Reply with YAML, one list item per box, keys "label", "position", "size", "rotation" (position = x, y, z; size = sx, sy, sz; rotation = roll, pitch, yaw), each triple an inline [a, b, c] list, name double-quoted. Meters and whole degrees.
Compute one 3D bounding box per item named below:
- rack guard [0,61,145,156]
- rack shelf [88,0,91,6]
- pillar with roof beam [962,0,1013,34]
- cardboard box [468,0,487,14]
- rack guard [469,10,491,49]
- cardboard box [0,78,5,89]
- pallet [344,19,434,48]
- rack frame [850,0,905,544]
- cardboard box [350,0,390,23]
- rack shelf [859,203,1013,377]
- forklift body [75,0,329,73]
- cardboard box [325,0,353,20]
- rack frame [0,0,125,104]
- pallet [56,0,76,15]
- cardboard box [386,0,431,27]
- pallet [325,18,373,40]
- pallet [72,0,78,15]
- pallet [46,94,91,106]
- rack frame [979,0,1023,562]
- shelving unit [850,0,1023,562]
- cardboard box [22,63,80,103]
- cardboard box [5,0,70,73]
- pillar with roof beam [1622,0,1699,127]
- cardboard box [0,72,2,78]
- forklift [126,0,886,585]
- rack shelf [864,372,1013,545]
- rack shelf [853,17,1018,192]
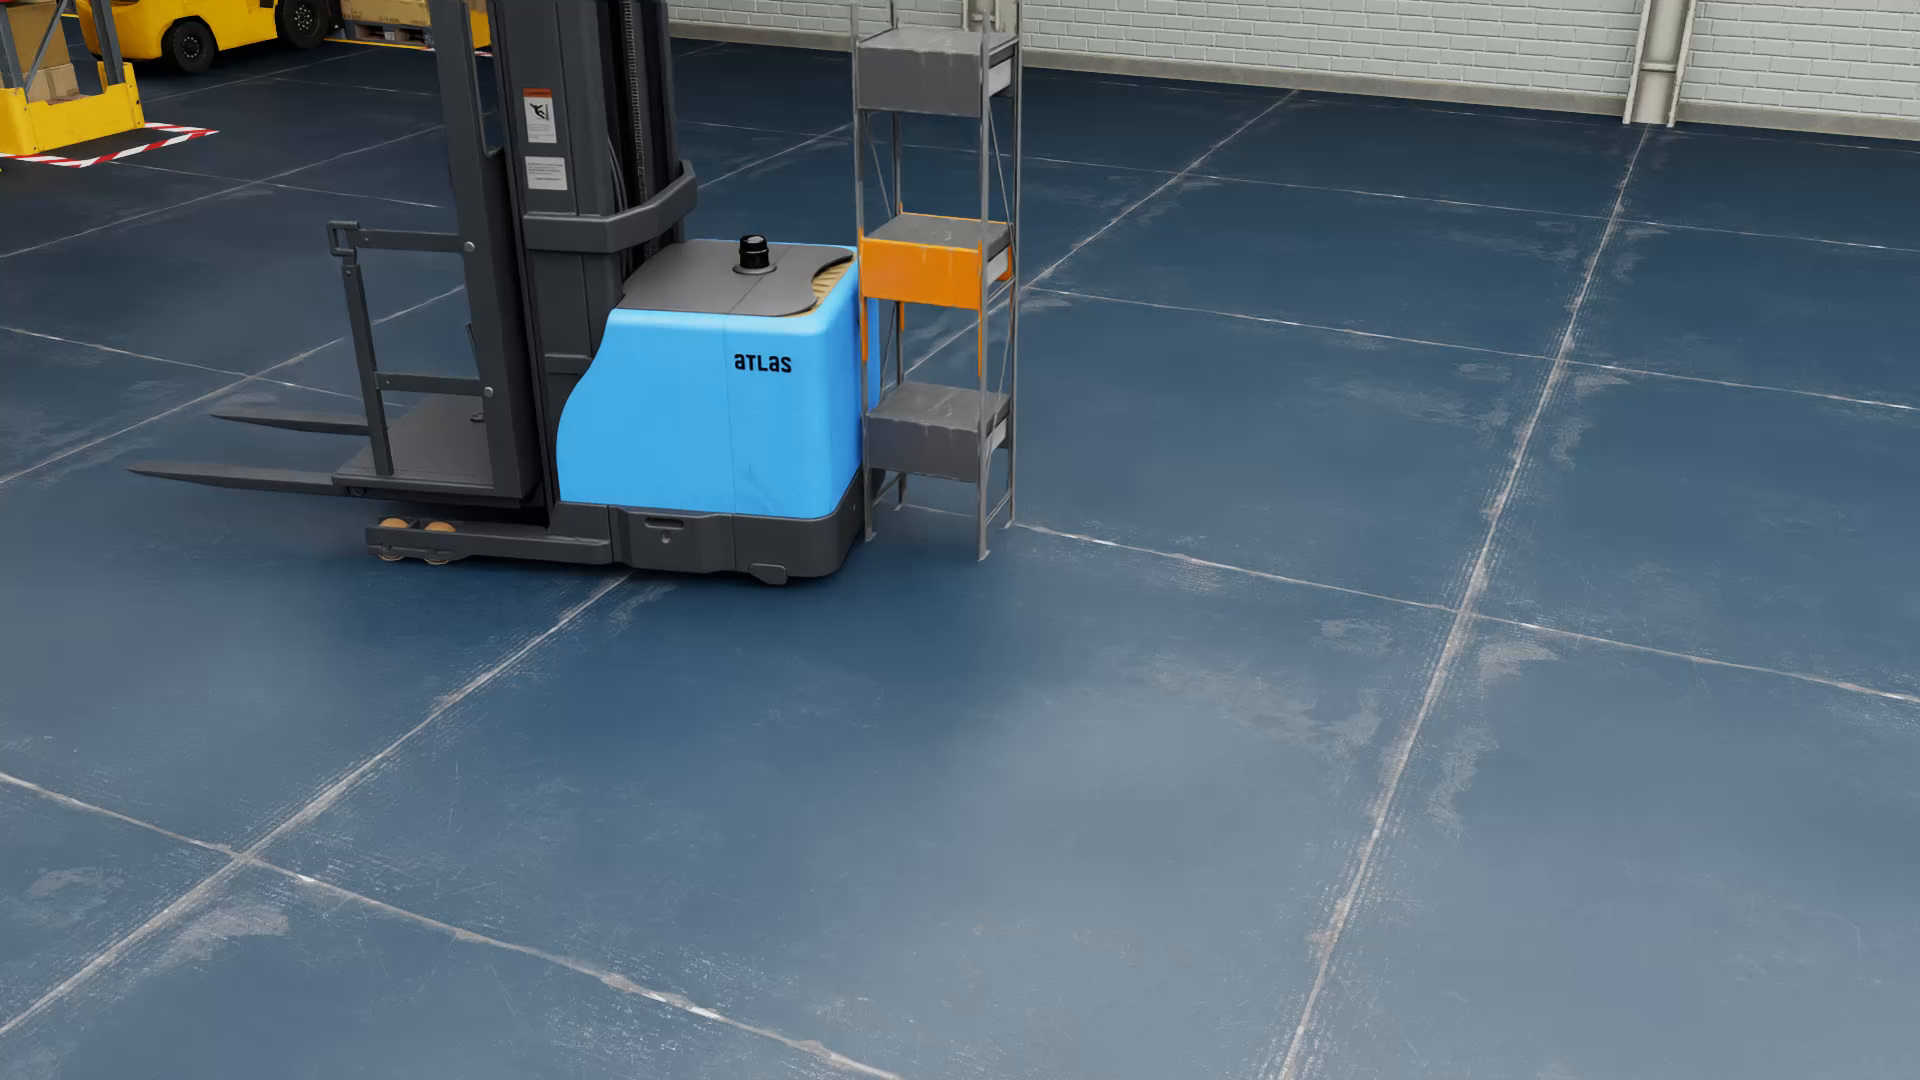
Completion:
- label: "rack guard"
  position: [-7.060, -3.422, 13.135]
  size: [0.348, 0.500, 1.175]
  rotation: [11, 28, 22]
- label: "rack shelf"
  position: [-8.811, -4.573, 13.456]
  size: [4.000, 0.370, 1.077]
  rotation: [11, 28, 22]
- label: "pillar with roof beam"
  position: [-1.520, -6.880, 10.535]
  size: [0.400, 9.000, 9.100]
  rotation: [11, 28, 22]
- label: "cardboard box"
  position: [-5.305, -5.650, 17.467]
  size: [0.500, 0.250, 0.500]
  rotation: [11, 28, 22]
- label: "rack guard"
  position: [-4.917, -5.401, 17.153]
  size: [0.348, 0.500, 1.175]
  rotation: [11, 28, 22]
- label: "cardboard box"
  position: [-7.860, -3.529, 13.159]
  size: [0.500, 0.250, 0.500]
  rotation: [11, 28, 22]
- label: "pallet"
  position: [-5.653, -5.398, 17.476]
  size: [1.213, 0.211, 1.003]
  rotation: [11, 28, 22]
- label: "rack frame"
  position: [-0.308, -1.012, 6.428]
  size: [0.015, 2.100, 0.400]
  rotation: [9, 28, 18]
- label: "cardboard box"
  position: [-5.947, -5.535, 17.233]
  size: [0.500, 0.250, 0.500]
  rotation: [11, 28, 22]
- label: "rack shelf"
  position: [-0.078, -0.963, 6.359]
  size: [0.480, 0.518, 0.431]
  rotation: [9, 28, 18]
- label: "forklift body"
  position: [-7.421, -5.759, 16.012]
  size: [1.214, 2.155, 2.313]
  rotation: [11, 28, 22]
- label: "cardboard box"
  position: [-6.398, -5.630, 17.427]
  size: [0.500, 0.250, 0.500]
  rotation: [12, 29, 22]
- label: "rack frame"
  position: [-6.991, -4.530, 12.555]
  size: [0.127, 3.000, 1.000]
  rotation: [11, 28, 22]
- label: "pallet"
  position: [-10.382, -6.348, 19.405]
  size: [1.213, 0.211, 1.003]
  rotation: [11, 28, 22]
- label: "cardboard box"
  position: [-5.498, -5.440, 17.041]
  size: [0.500, 0.250, 0.500]
  rotation: [12, 28, 22]
- label: "pallet"
  position: [-6.759, -5.622, 17.930]
  size: [1.213, 0.211, 1.003]
  rotation: [11, 28, 22]
- label: "pallet"
  position: [-9.267, -6.126, 18.953]
  size: [1.213, 0.211, 1.003]
  rotation: [11, 28, 22]
- label: "pallet"
  position: [-7.785, -3.455, 13.529]
  size: [1.213, 0.211, 1.003]
  rotation: [11, 28, 22]
- label: "rack frame"
  position: [0.151, -0.938, 6.278]
  size: [0.015, 2.100, 0.400]
  rotation: [9, 28, 18]
- label: "shelving unit"
  position: [-0.078, -0.975, 6.353]
  size: [0.503, 2.100, 0.431]
  rotation: [9, 28, 18]
- label: "cardboard box"
  position: [-7.610, -3.743, 13.595]
  size: [0.500, 0.250, 0.500]
  rotation: [11, 28, 21]
- label: "cardboard box"
  position: [-7.632, -4.084, 13.437]
  size: [0.500, 0.500, 0.500]
  rotation: [10, 28, 20]
- label: "pillar with roof beam"
  position: [3.942, -5.782, 8.307]
  size: [0.400, 9.000, 9.100]
  rotation: [11, 28, 22]
- label: "cardboard box"
  position: [-7.828, -3.863, 12.988]
  size: [0.500, 0.500, 0.500]
  rotation: [12, 28, 22]
- label: "forklift"
  position: [-1.884, -1.441, 6.358]
  size: [3.031, 2.935, 1.130]
  rotation: [4, 27, 9]
- label: "rack shelf"
  position: [-0.078, -0.335, 6.668]
  size: [0.480, 0.518, 0.431]
  rotation: [9, 28, 18]
- label: "rack shelf"
  position: [-0.078, -1.591, 6.050]
  size: [0.480, 0.518, 0.431]
  rotation: [9, 28, 18]
